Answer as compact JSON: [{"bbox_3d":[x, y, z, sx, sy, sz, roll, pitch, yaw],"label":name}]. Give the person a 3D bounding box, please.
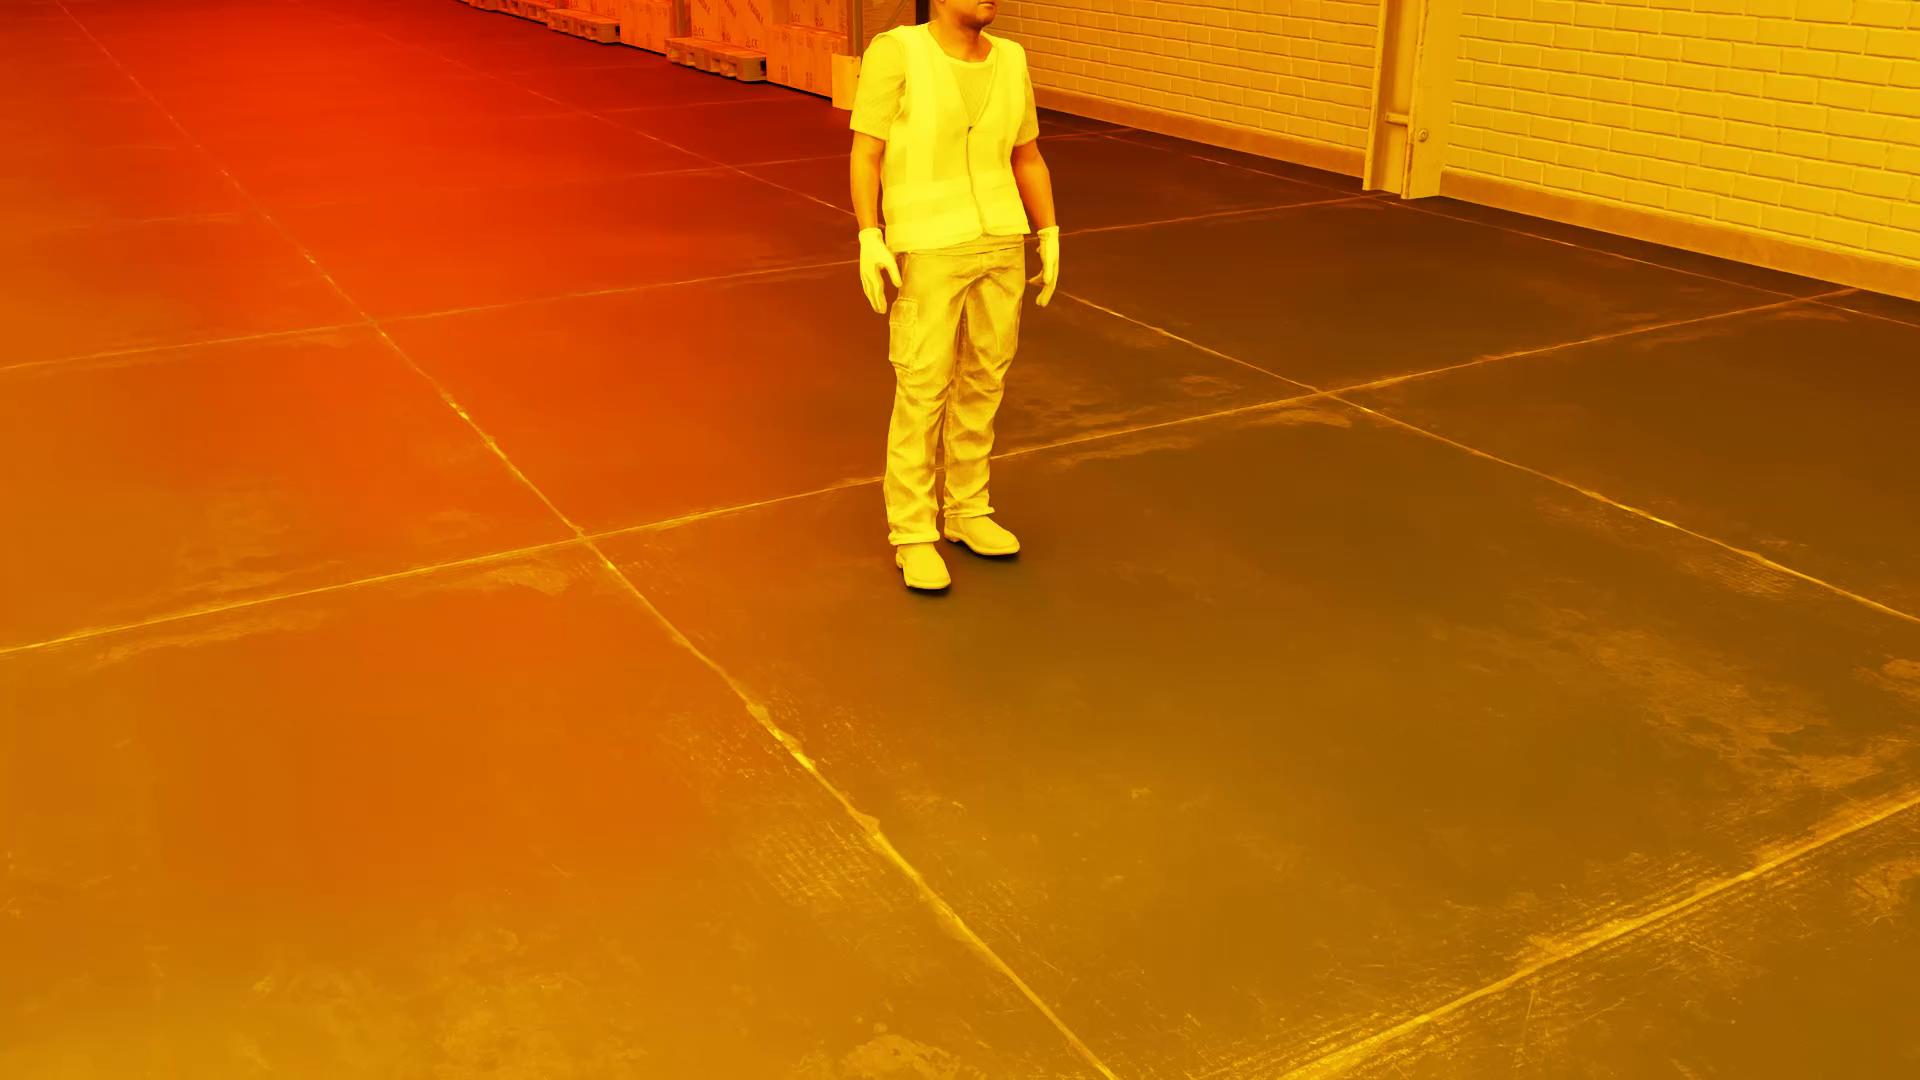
[{"bbox_3d":[0.028,-0.807,4.732,0.656,1.782,0.577,-12,25,-28],"label":"person"}]
